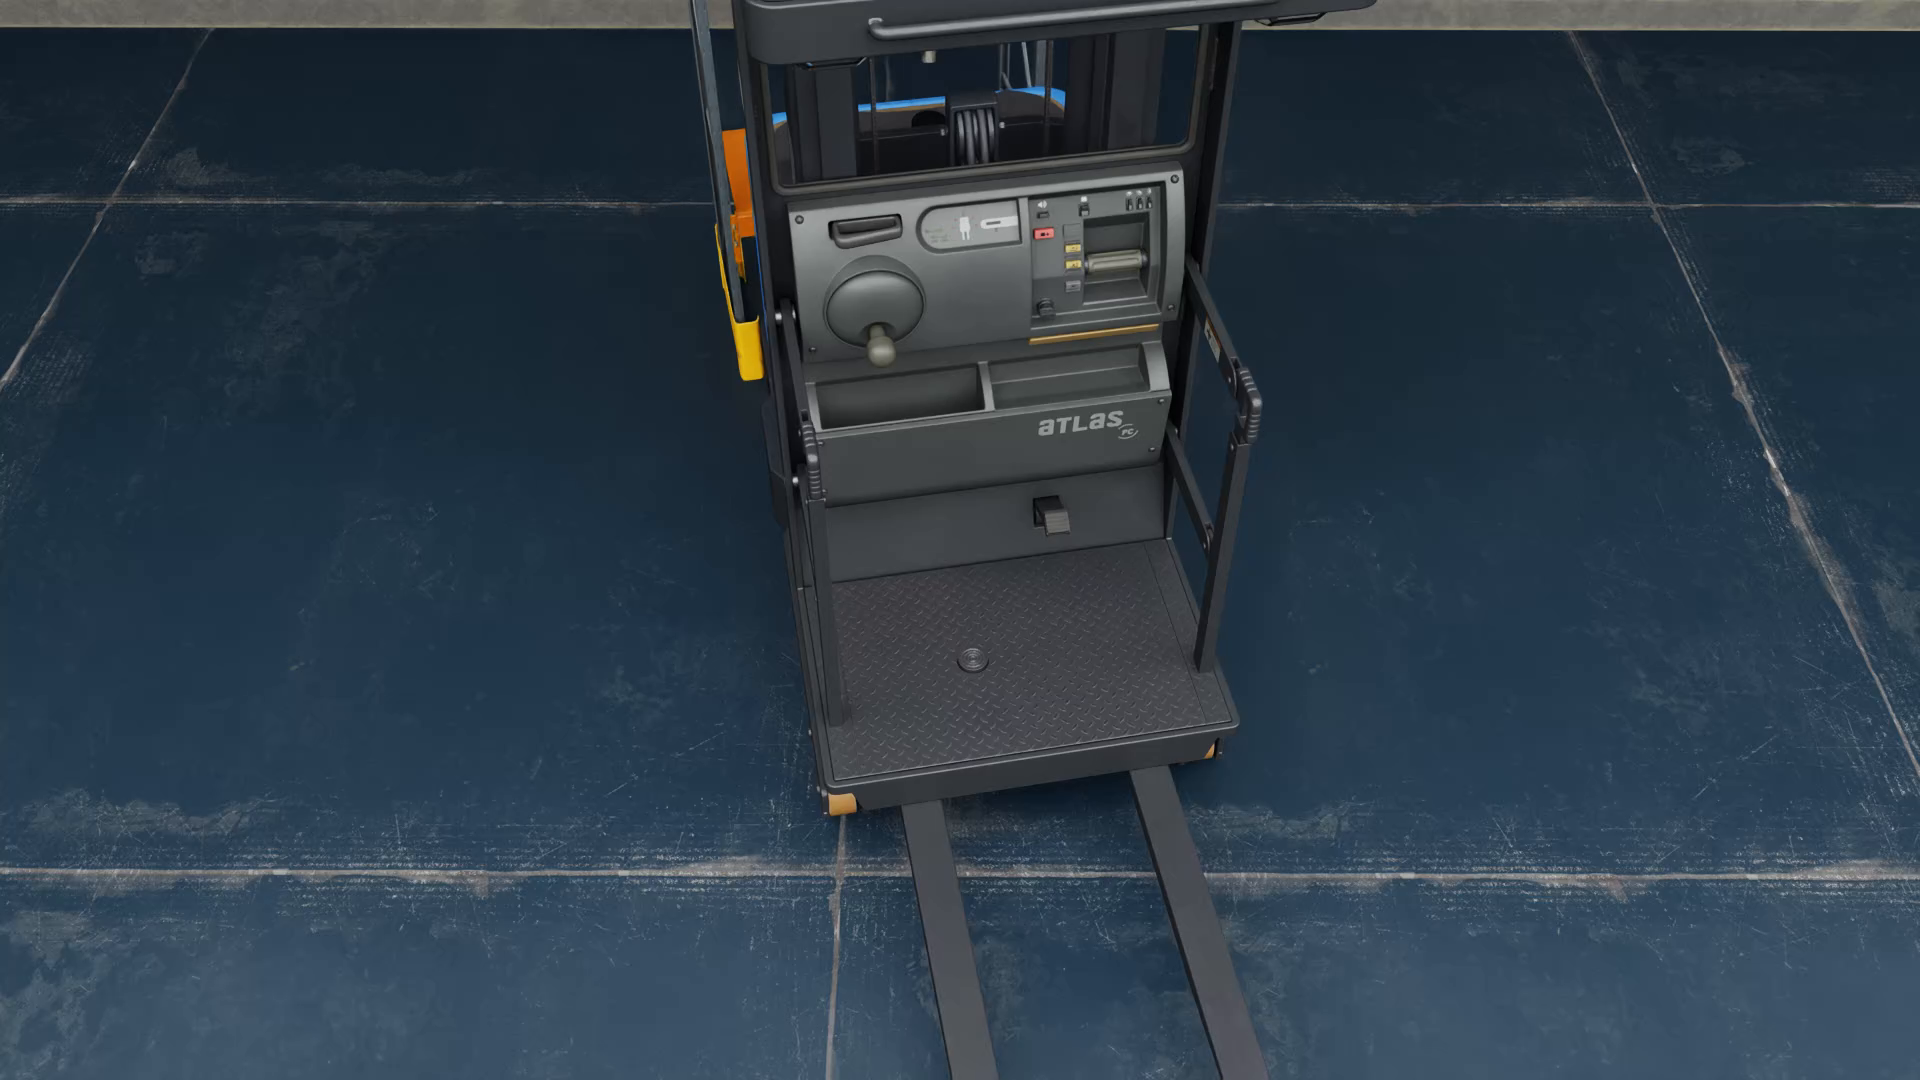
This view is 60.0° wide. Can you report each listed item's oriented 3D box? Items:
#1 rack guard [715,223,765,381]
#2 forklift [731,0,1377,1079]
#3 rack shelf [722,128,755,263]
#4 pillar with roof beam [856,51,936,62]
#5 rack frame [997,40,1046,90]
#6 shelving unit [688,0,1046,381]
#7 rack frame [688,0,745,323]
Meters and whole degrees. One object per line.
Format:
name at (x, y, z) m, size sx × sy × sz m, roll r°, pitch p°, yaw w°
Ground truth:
rack guard at (-0.778, -0.851, 5.870) m, size 0.087 × 0.250 × 0.587 m, roll -9°, pitch 48°, yaw -8°
forklift at (0.113, -0.545, 3.755) m, size 1.130 × 2.935 × 3.031 m, roll -8°, pitch 48°, yaw -7°
rack shelf at (-0.300, -1.231, 5.617) m, size 1.000 × 0.185 × 0.538 m, roll -9°, pitch 48°, yaw -8°
pillar with roof beam at (-0.321, -2.089, 1.047) m, size 0.400 × 9.000 × 9.100 m, roll 0°, pitch 47°, yaw 0°
rack frame at (0.196, -1.434, 5.560) m, size 0.032 × 1.500 × 0.500 m, roll -9°, pitch 48°, yaw -8°
shelving unit at (-0.291, -1.356, 5.487) m, size 1.083 × 1.500 × 0.587 m, roll -9°, pitch 48°, yaw -8°
rack frame at (-0.797, -1.274, 5.411) m, size 0.032 × 1.500 × 0.500 m, roll -9°, pitch 48°, yaw -8°
